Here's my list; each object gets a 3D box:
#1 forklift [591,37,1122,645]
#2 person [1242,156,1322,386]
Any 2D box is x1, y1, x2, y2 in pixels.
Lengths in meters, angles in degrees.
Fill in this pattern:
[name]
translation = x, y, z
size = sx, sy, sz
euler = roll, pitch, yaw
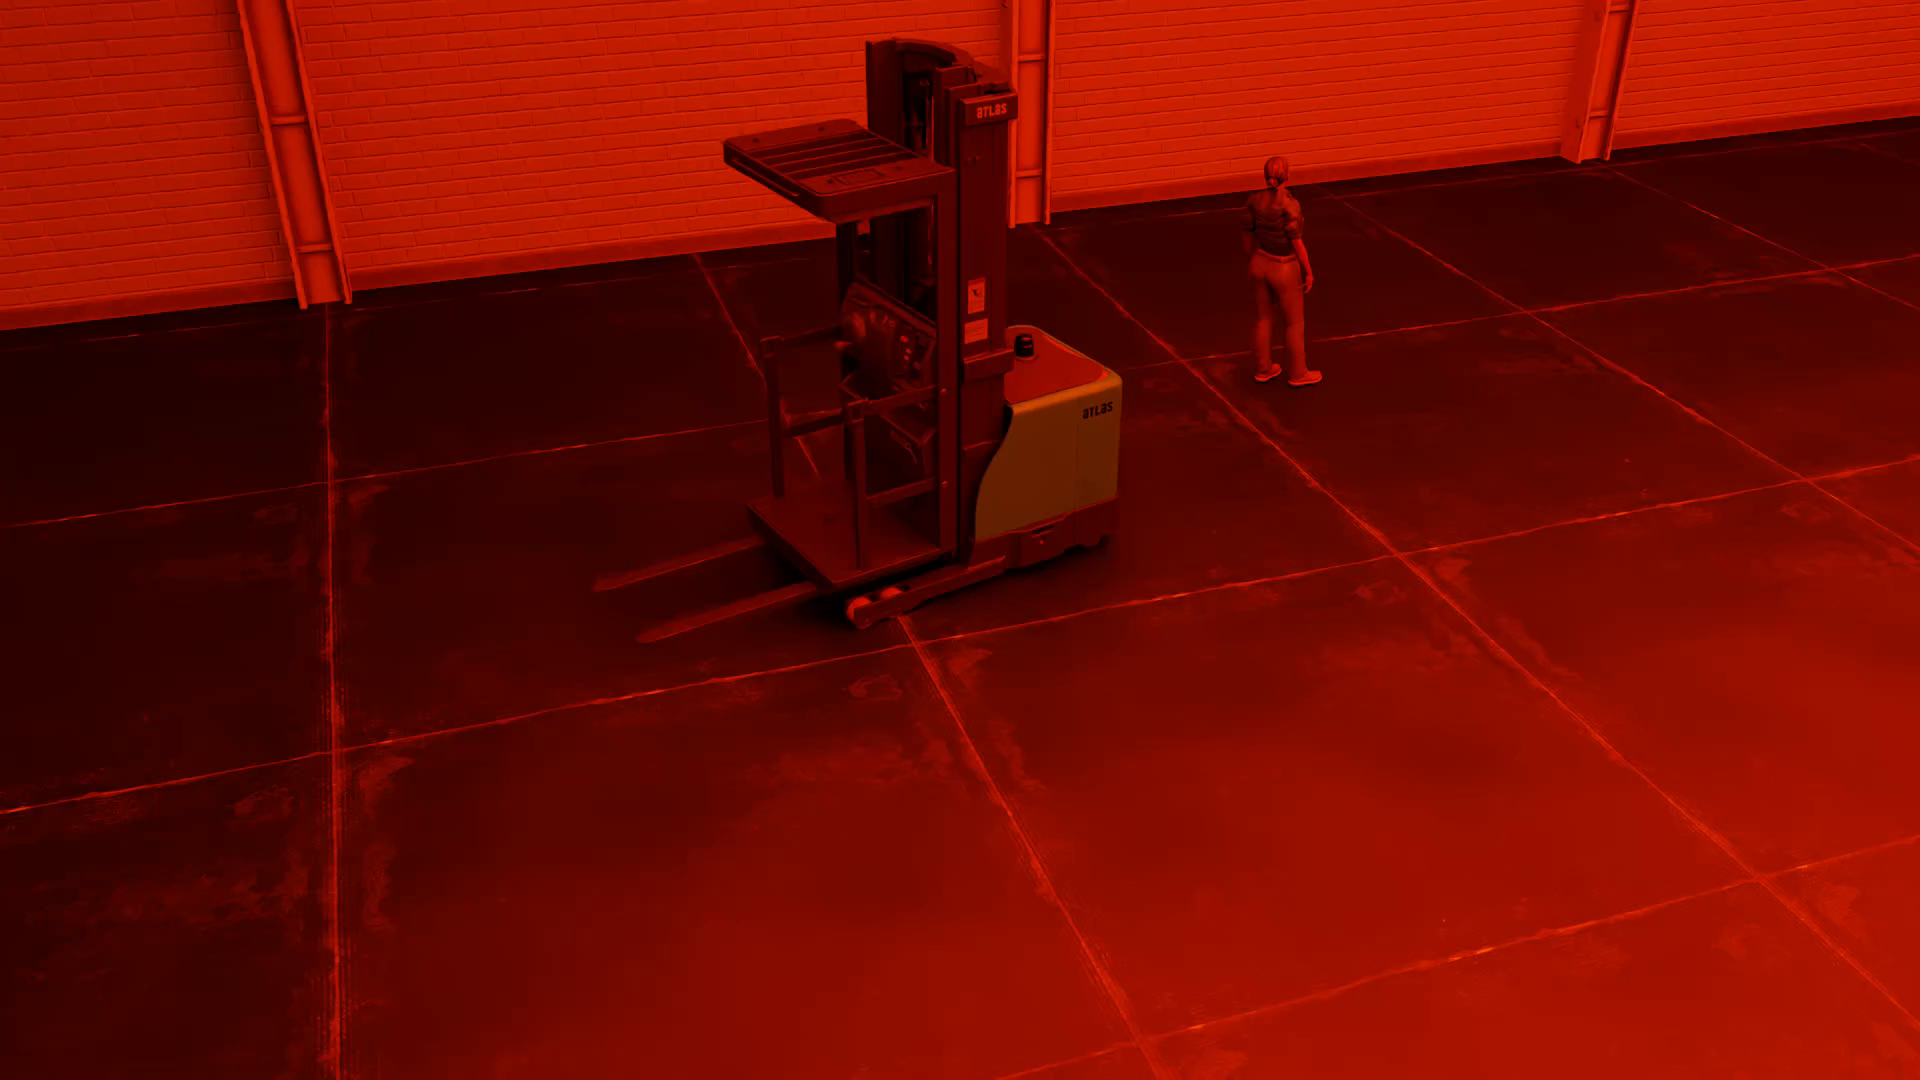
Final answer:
[forklift]
translation = -0.571, -1.084, 8.971
size = 3.031, 2.935, 1.130
euler = -18, 34, -28
[person]
translation = 2.267, -1.891, 11.640
size = 0.504, 1.654, 0.569
euler = -26, 39, -37
